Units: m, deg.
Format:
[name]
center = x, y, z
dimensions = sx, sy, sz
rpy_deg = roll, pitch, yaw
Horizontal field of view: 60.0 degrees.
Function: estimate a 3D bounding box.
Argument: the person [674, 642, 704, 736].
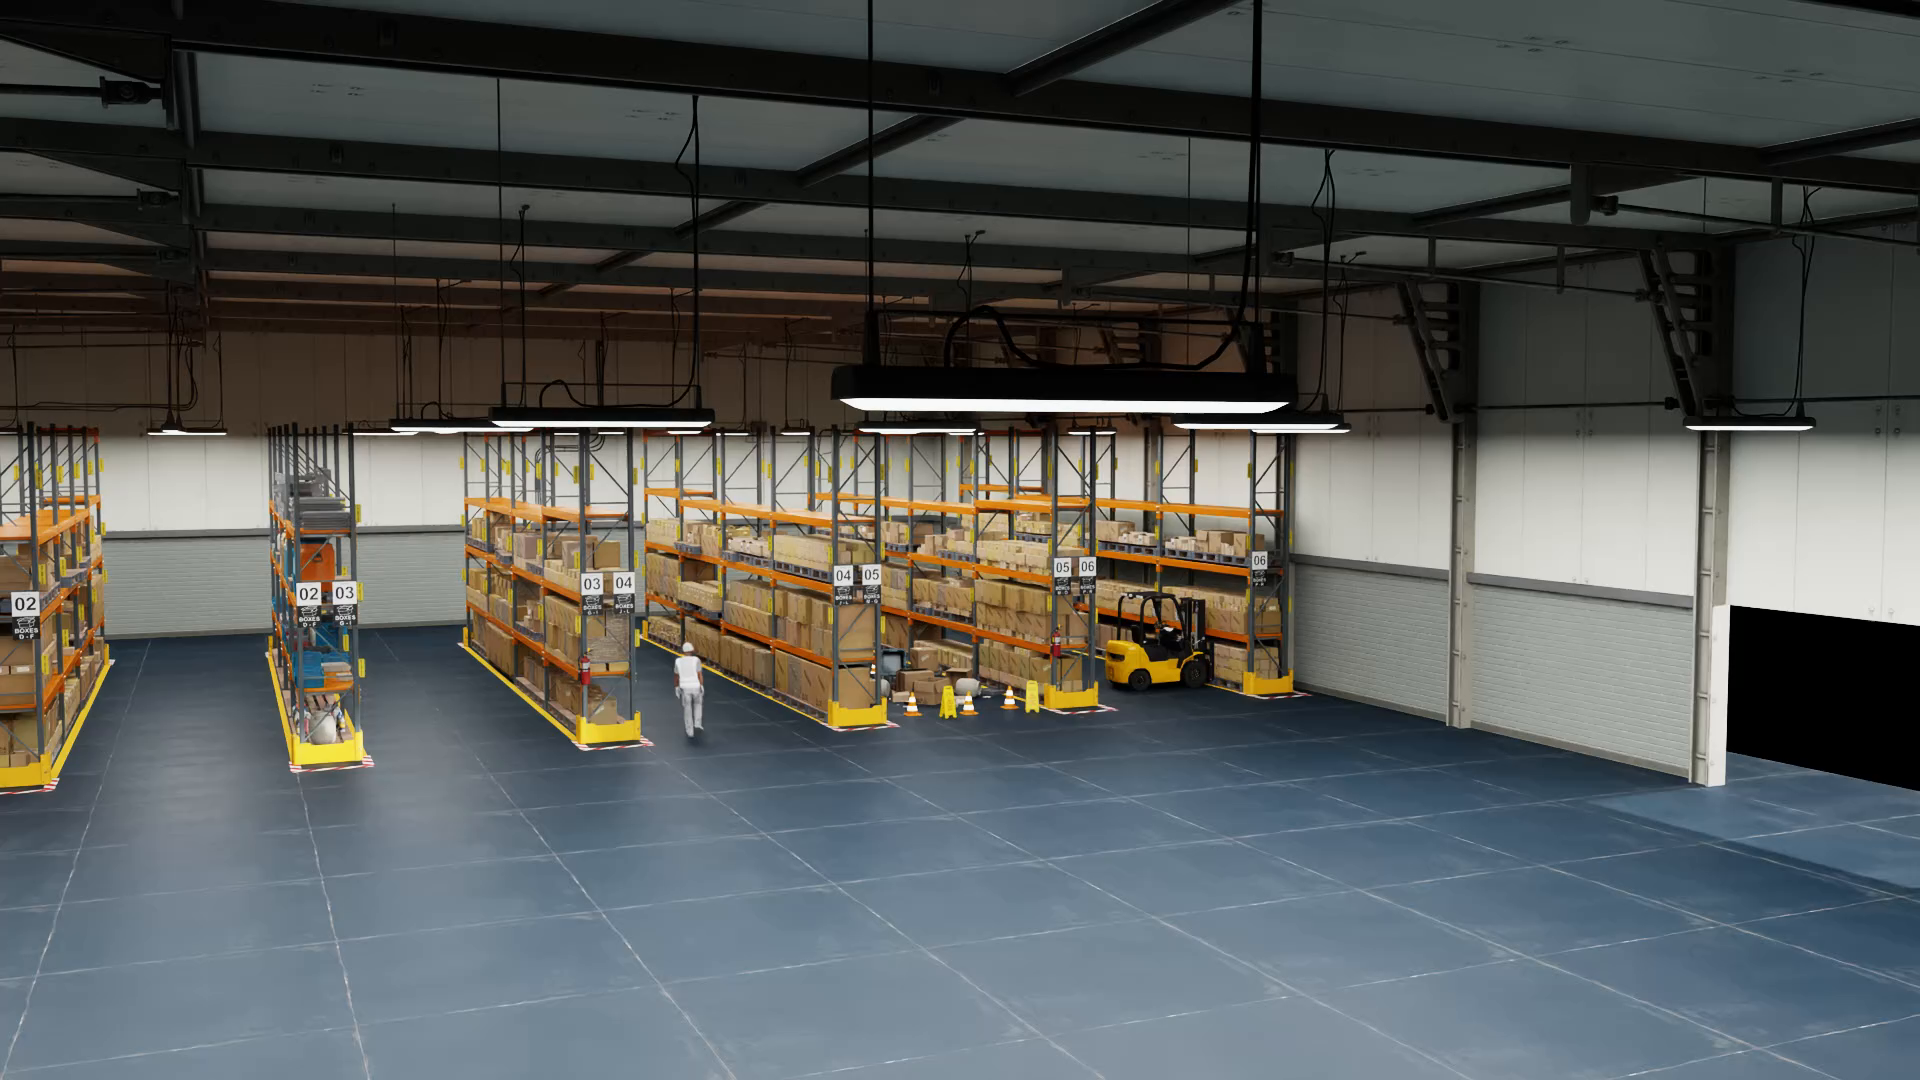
[person]
center = -5.228, 2.859, 32.086
dimensions = 0.563, 1.765, 0.496
rpy_deg = -1, 4, -11
